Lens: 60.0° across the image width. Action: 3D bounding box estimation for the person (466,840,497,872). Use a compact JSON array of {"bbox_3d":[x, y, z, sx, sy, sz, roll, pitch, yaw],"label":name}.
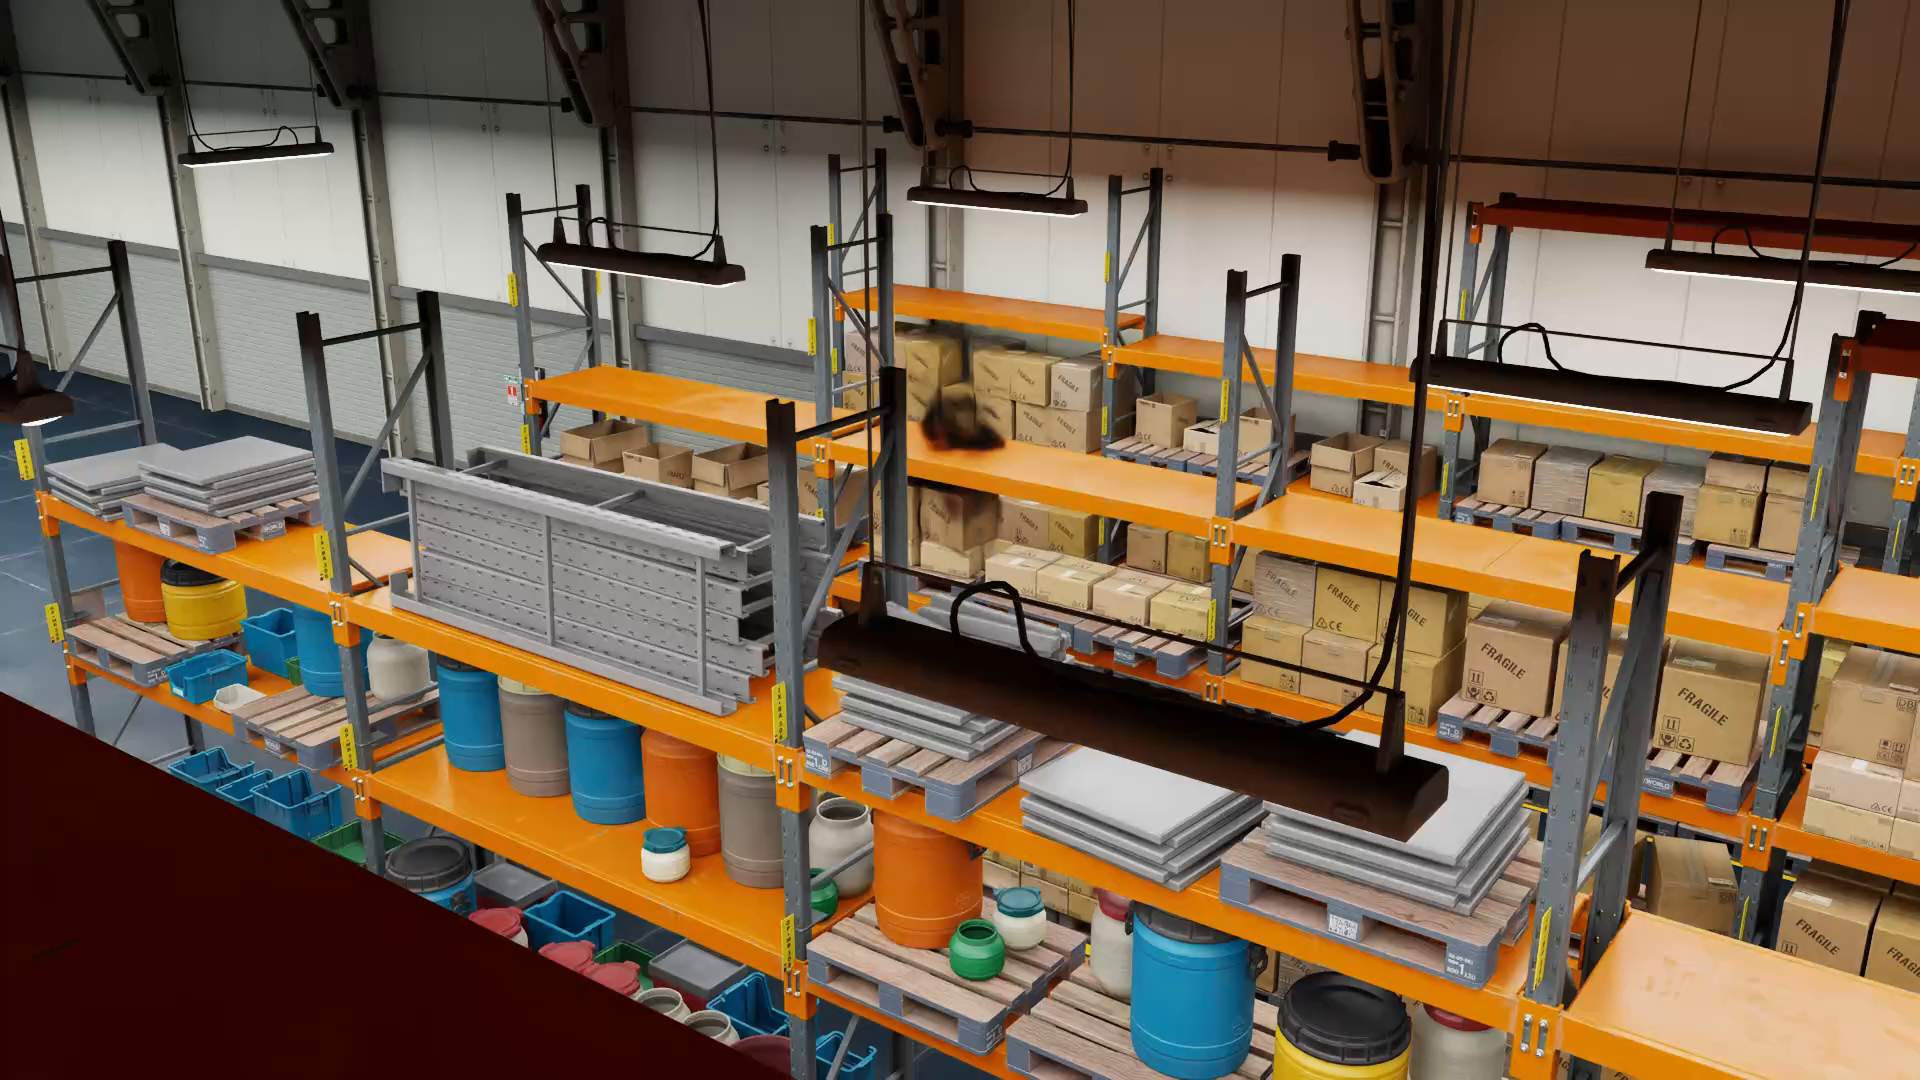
[{"bbox_3d":[-4.187,2.541,14.653,0.897,1.819,0.671,7,20,19],"label":"person"}]
